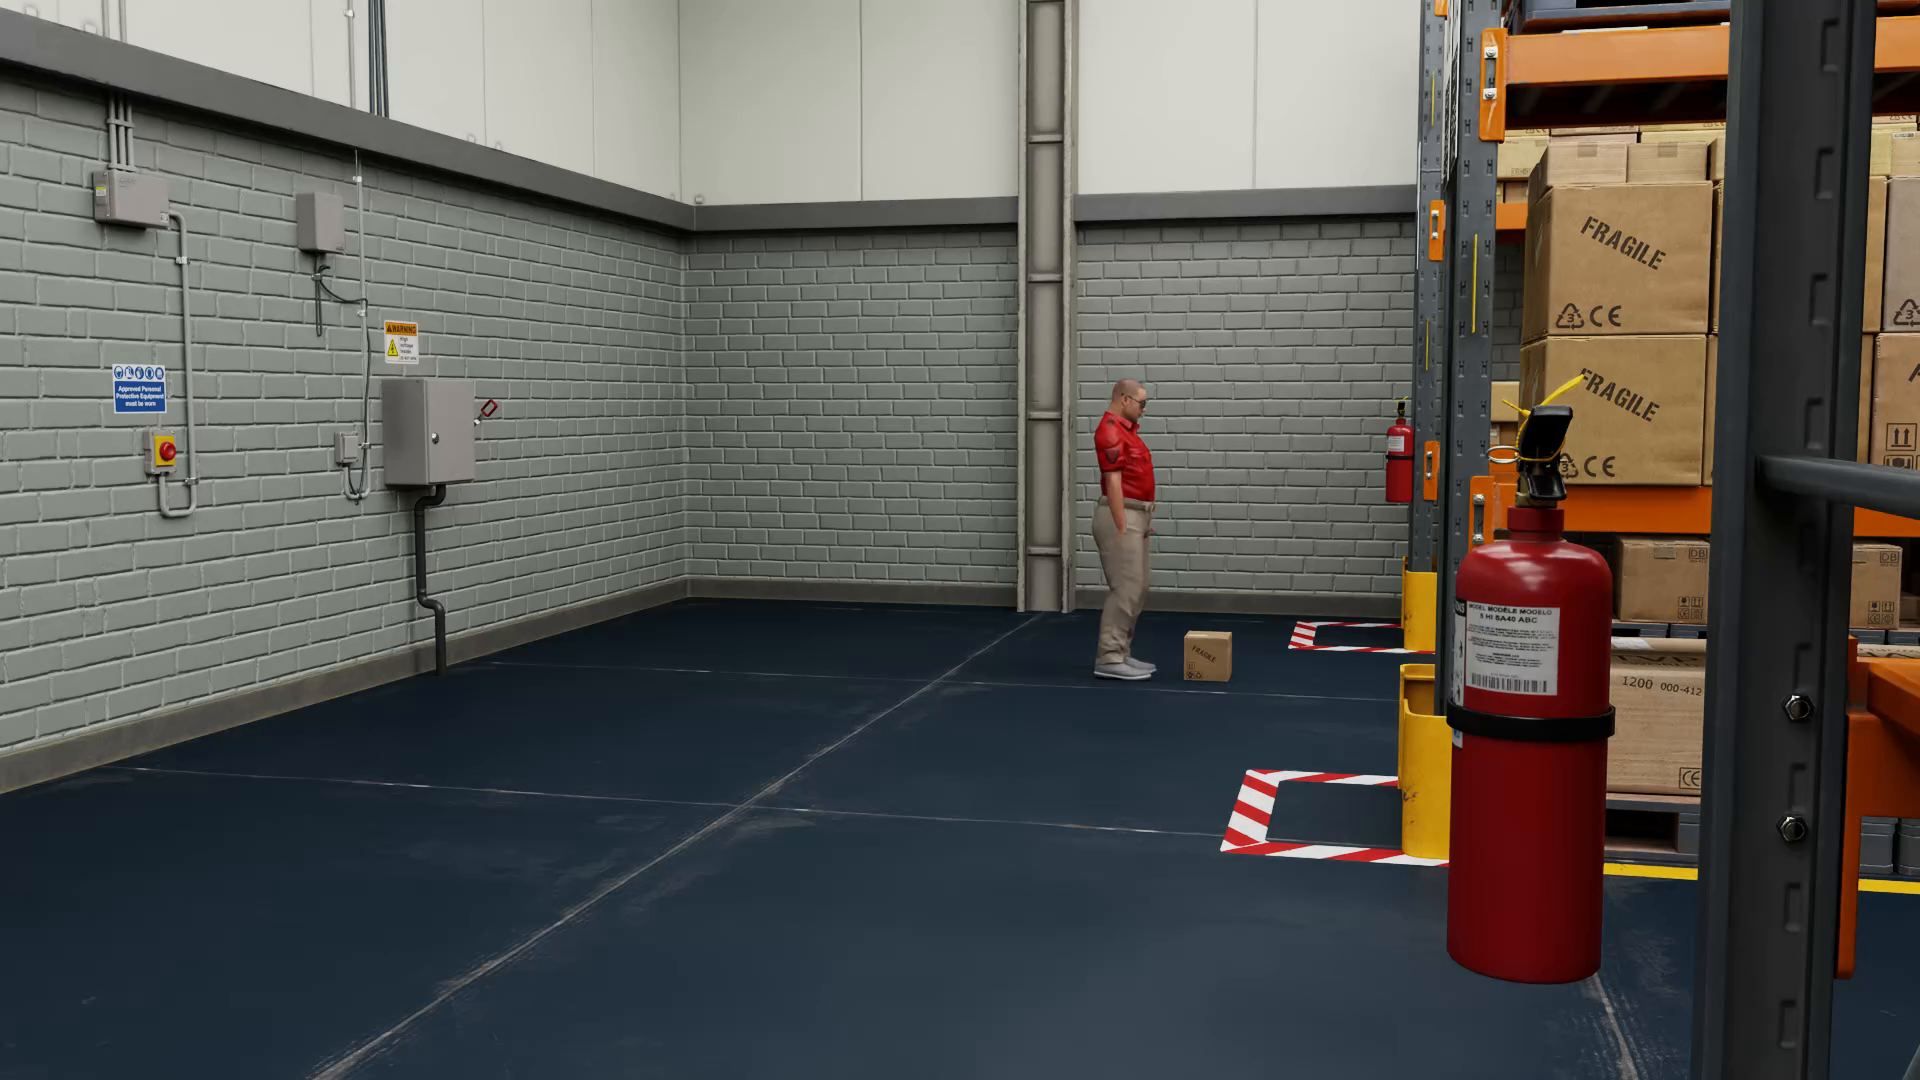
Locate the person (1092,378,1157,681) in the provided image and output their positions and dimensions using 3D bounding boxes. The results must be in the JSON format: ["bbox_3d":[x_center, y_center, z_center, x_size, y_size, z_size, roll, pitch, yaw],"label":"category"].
[{"bbox_3d":[0.955,-0.070,9.587,0.356,1.724,0.532,1,5,15],"label":"person"}]
